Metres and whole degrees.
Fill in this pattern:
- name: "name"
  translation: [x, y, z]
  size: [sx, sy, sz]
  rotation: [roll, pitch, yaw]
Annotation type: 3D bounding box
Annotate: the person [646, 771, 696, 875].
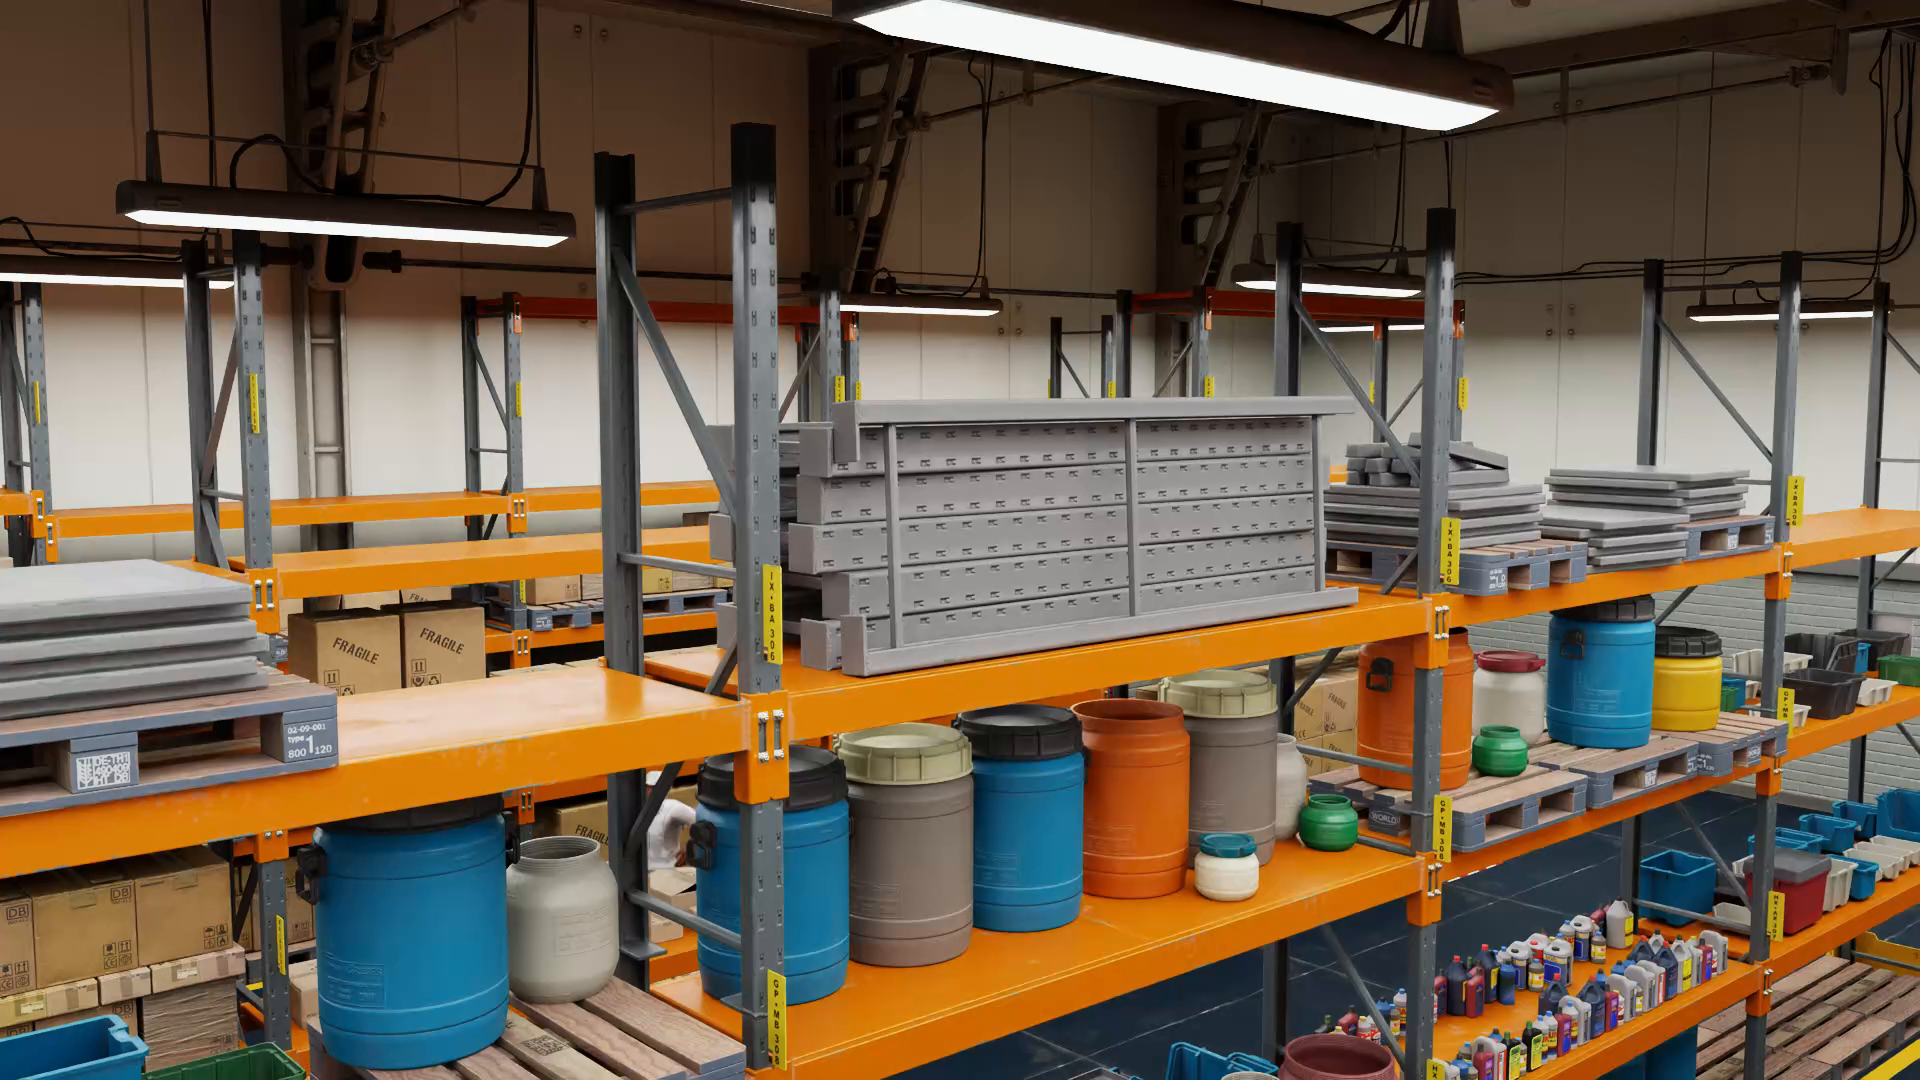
- name: "person"
  translation: [-2.650, 2.907, 14.735]
  size: [0.750, 1.768, 0.680]
  rotation: [-5, 7, -44]
